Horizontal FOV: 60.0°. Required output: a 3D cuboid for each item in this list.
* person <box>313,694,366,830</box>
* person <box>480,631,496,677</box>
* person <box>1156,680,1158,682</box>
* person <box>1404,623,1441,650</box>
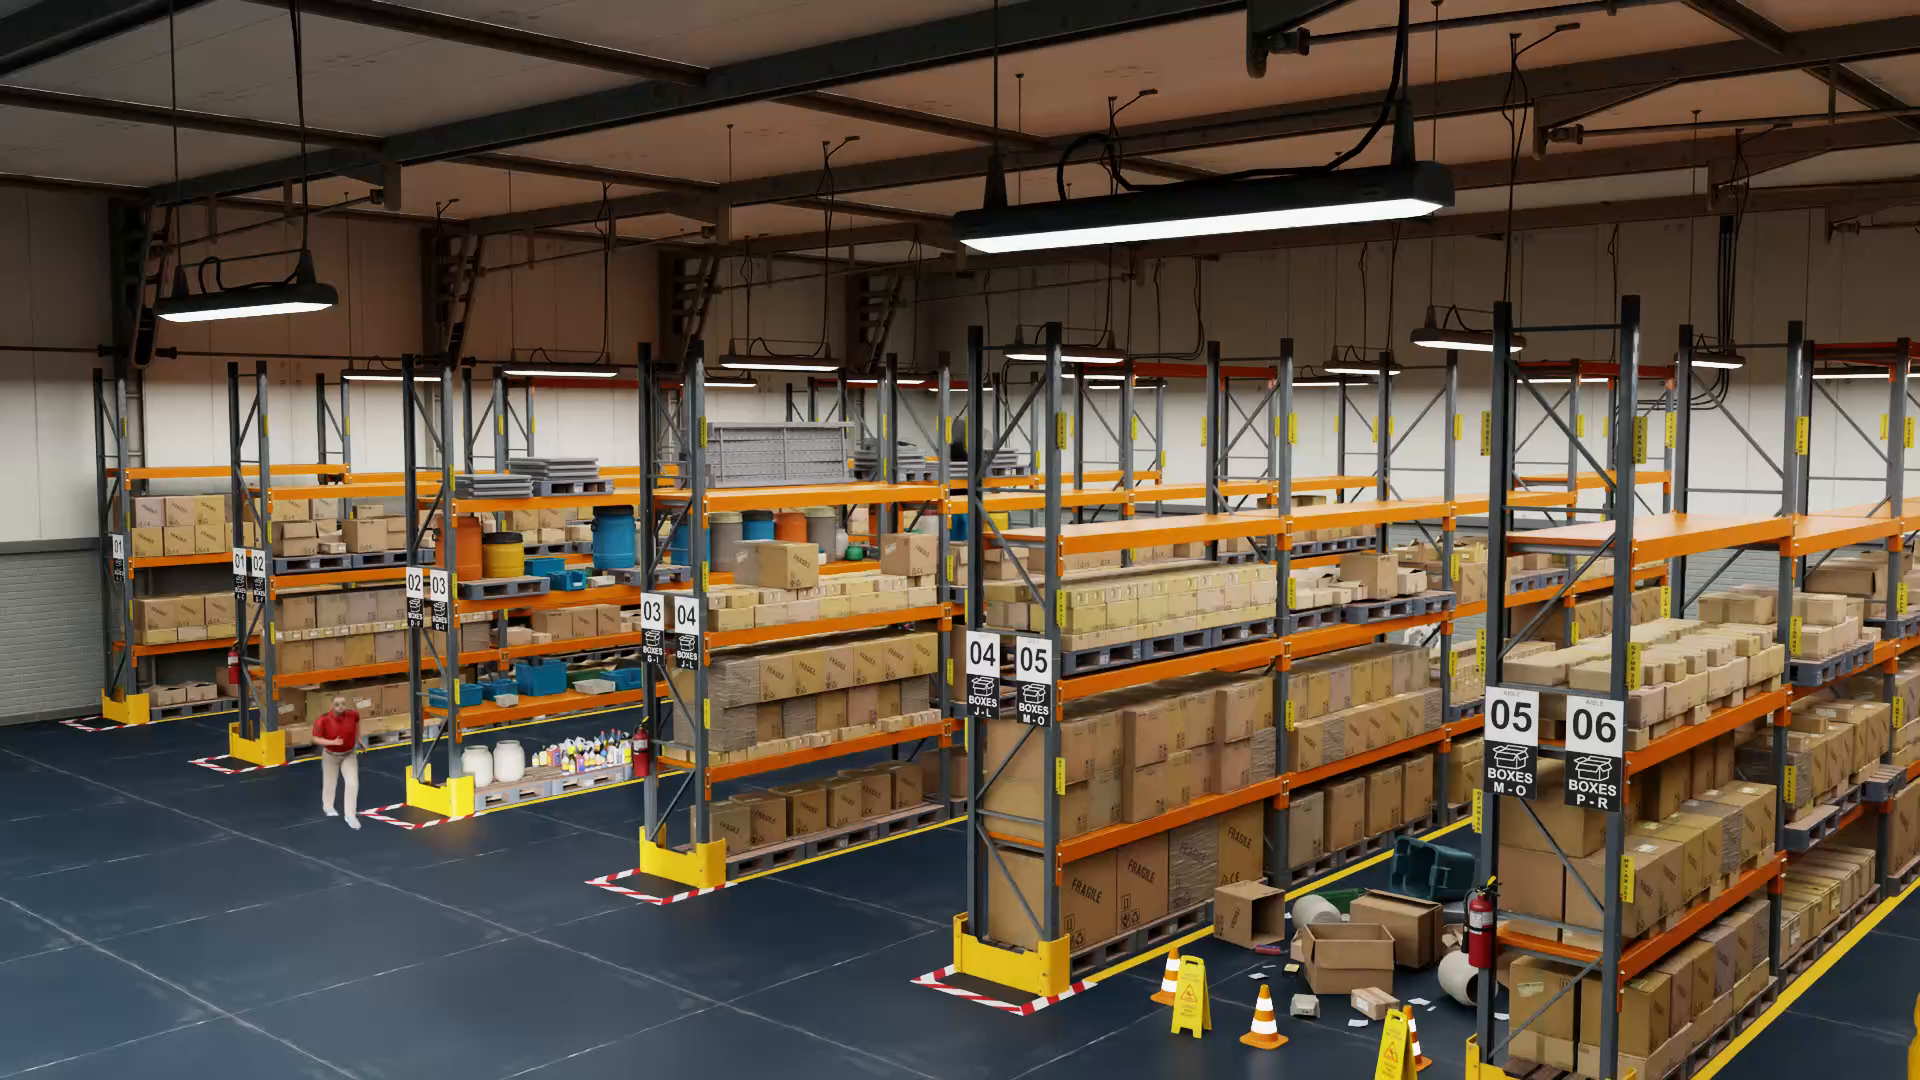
[{"bbox_3d":[-7.882,2.773,21.107,0.667,1.709,1.001,-2,5,-30],"label":"person"},{"bbox_3d":[-8.487,2.195,29.868,0.533,1.562,0.904,3,5,31],"label":"person"},{"bbox_3d":[2.618,2.690,22.835,0.514,1.603,0.738,-3,5,-37],"label":"person"},{"bbox_3d":[8.573,2.096,30.766,0.618,1.679,0.783,-2,5,-25],"label":"person"}]
